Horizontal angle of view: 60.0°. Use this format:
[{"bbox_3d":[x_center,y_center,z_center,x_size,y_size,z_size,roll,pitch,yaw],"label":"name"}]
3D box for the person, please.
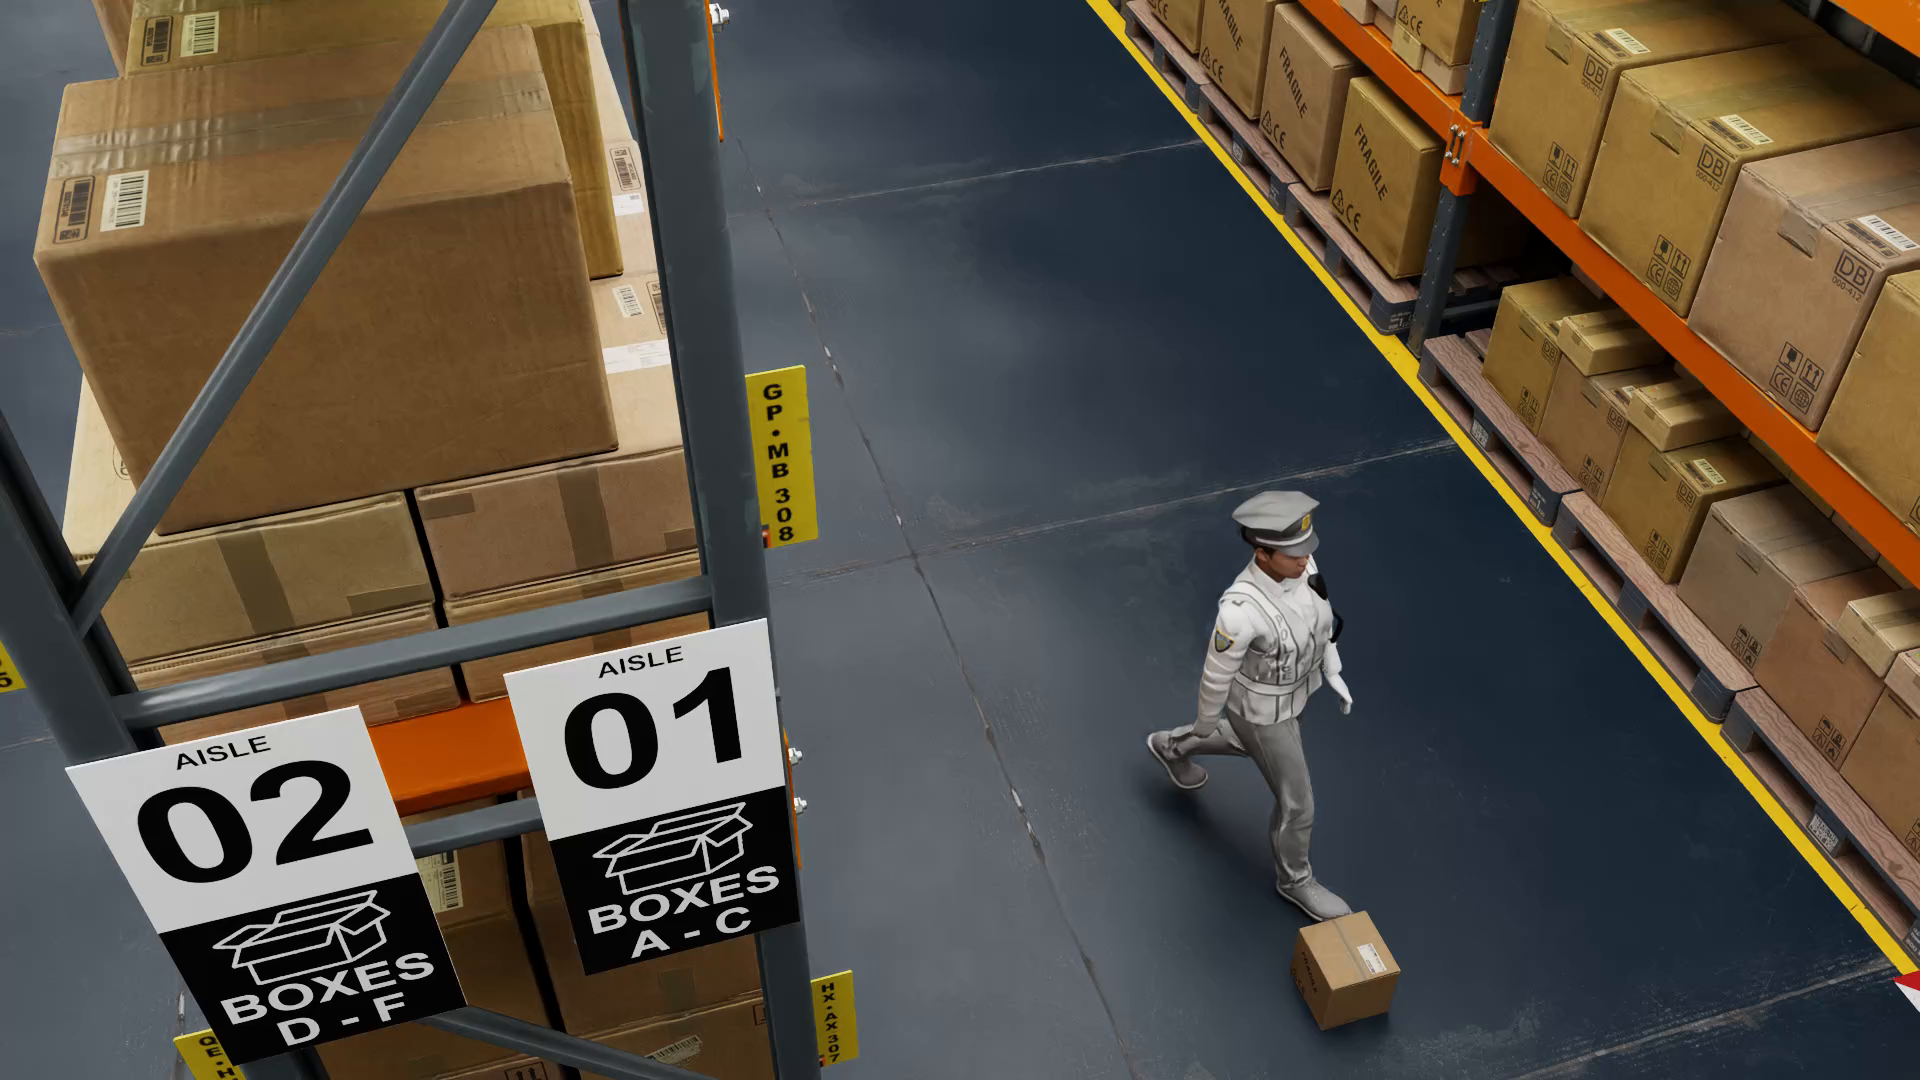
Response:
[{"bbox_3d":[1.054,0.505,5.599,0.939,1.635,0.488,24,48,24],"label":"person"}]
